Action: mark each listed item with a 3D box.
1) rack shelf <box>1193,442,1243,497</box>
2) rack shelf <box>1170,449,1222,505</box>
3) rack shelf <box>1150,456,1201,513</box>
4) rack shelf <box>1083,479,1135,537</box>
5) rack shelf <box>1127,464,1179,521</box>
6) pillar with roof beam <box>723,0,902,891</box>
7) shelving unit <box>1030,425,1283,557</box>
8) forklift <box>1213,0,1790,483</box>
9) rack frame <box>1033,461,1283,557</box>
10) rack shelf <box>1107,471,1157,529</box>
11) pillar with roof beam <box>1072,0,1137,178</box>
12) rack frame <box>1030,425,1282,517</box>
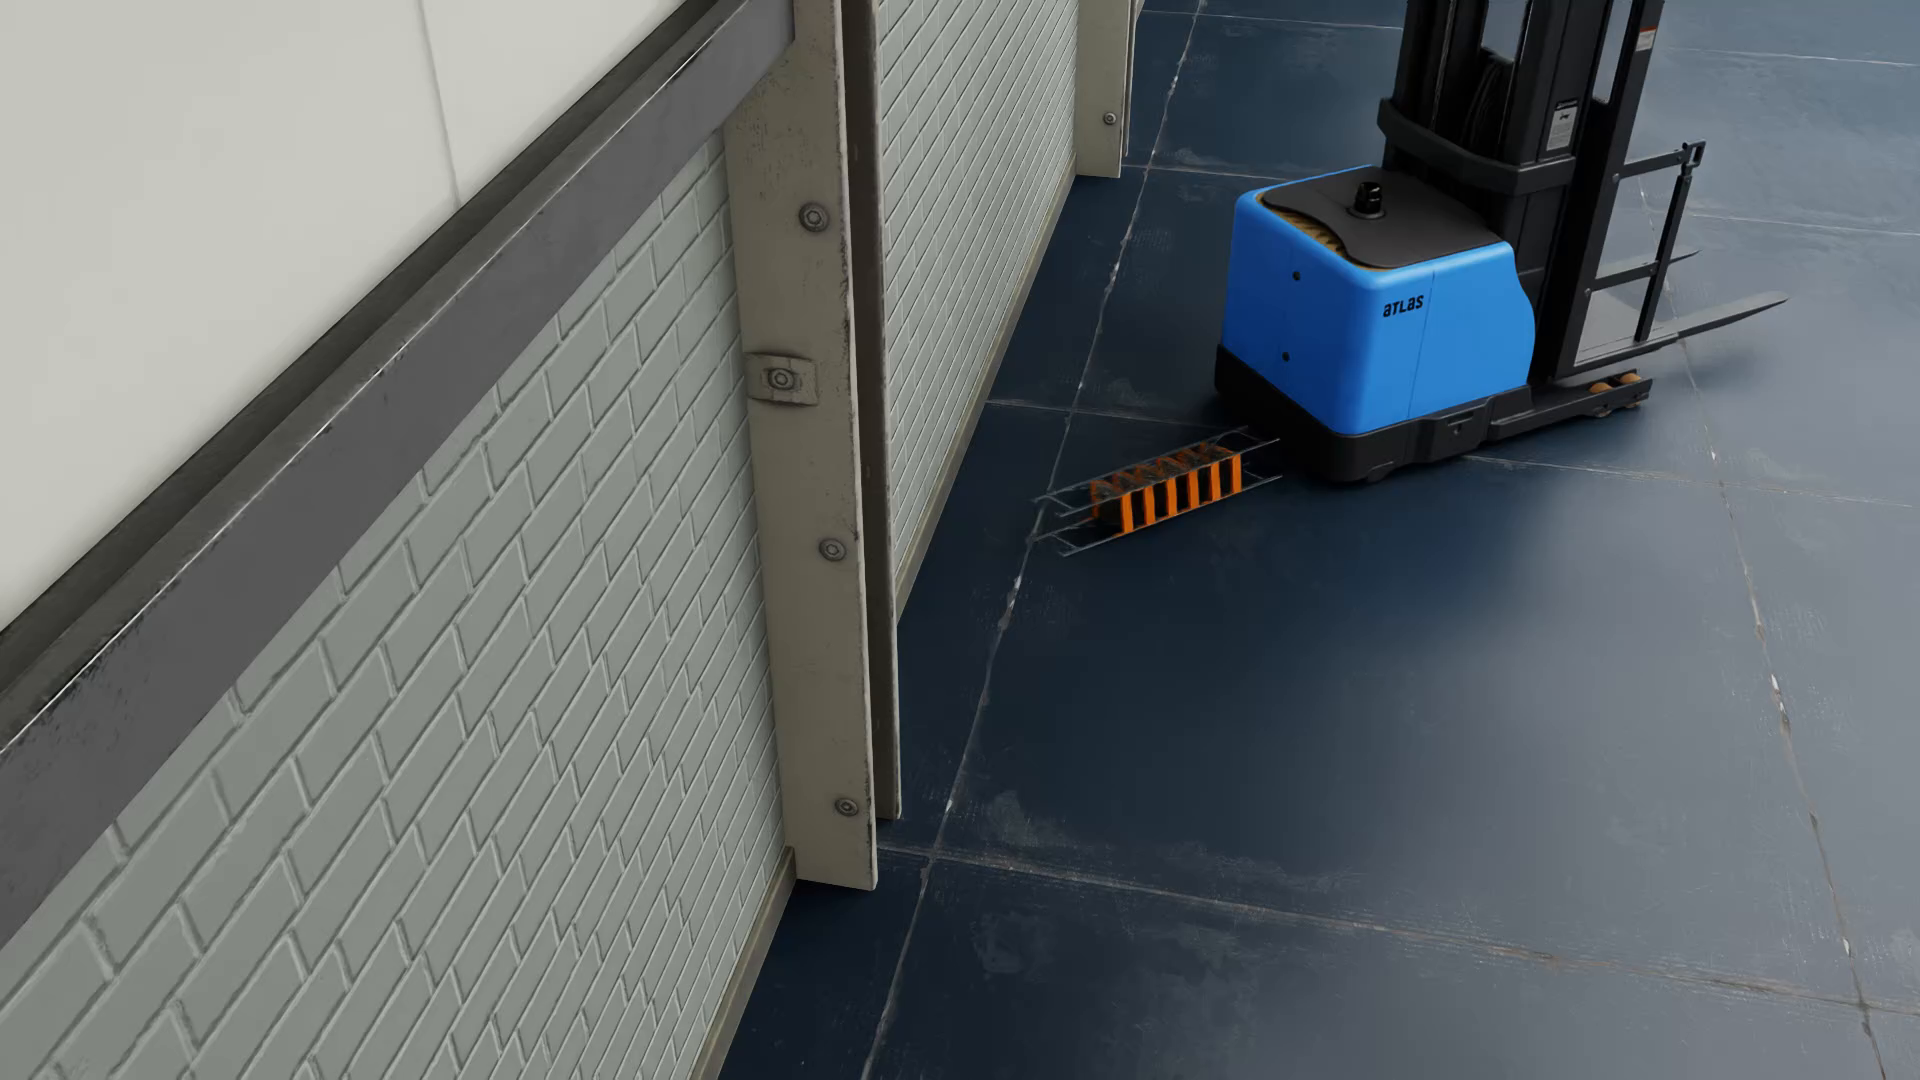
[{"bbox_3d":[1.151,-0.324,7.477,0.103,0.180,0.258,-19,27,-25],"label":"rack shelf"},{"bbox_3d":[1.048,-0.289,7.426,0.103,0.180,0.258,-19,27,-25],"label":"rack shelf"},{"bbox_3d":[0.946,-0.253,7.374,0.103,0.180,0.258,-19,27,-25],"label":"rack shelf"},{"bbox_3d":[0.639,-0.145,7.220,0.103,0.180,0.258,-19,27,-25],"label":"rack shelf"},{"bbox_3d":[0.844,-0.217,7.323,0.103,0.180,0.258,-19,27,-25],"label":"rack shelf"},{"bbox_3d":[3.806,-2.052,2.413,9.100,9.000,0.400,7,37,10],"label":"pillar with roof beam"},{"bbox_3d":[0.881,-0.230,7.342,1.200,0.189,0.258,-19,27,-25],"label":"shelving unit"},{"bbox_3d":[2.799,-2.042,7.570,3.031,2.935,1.130,-16,39,-21],"label":"forklift"},{"bbox_3d":[0.891,-0.147,7.380,1.200,0.006,0.240,-19,27,-25],"label":"rack frame"},{"bbox_3d":[0.741,-0.181,7.272,0.103,0.180,0.258,-19,27,-25],"label":"rack shelf"},{"bbox_3d":[5.088,-5.492,7.159,9.100,9.000,0.400,7,37,10],"label":"pillar with roof beam"},{"bbox_3d":[0.872,-0.313,7.304,1.200,0.006,0.240,-19,27,-25],"label":"rack frame"}]
